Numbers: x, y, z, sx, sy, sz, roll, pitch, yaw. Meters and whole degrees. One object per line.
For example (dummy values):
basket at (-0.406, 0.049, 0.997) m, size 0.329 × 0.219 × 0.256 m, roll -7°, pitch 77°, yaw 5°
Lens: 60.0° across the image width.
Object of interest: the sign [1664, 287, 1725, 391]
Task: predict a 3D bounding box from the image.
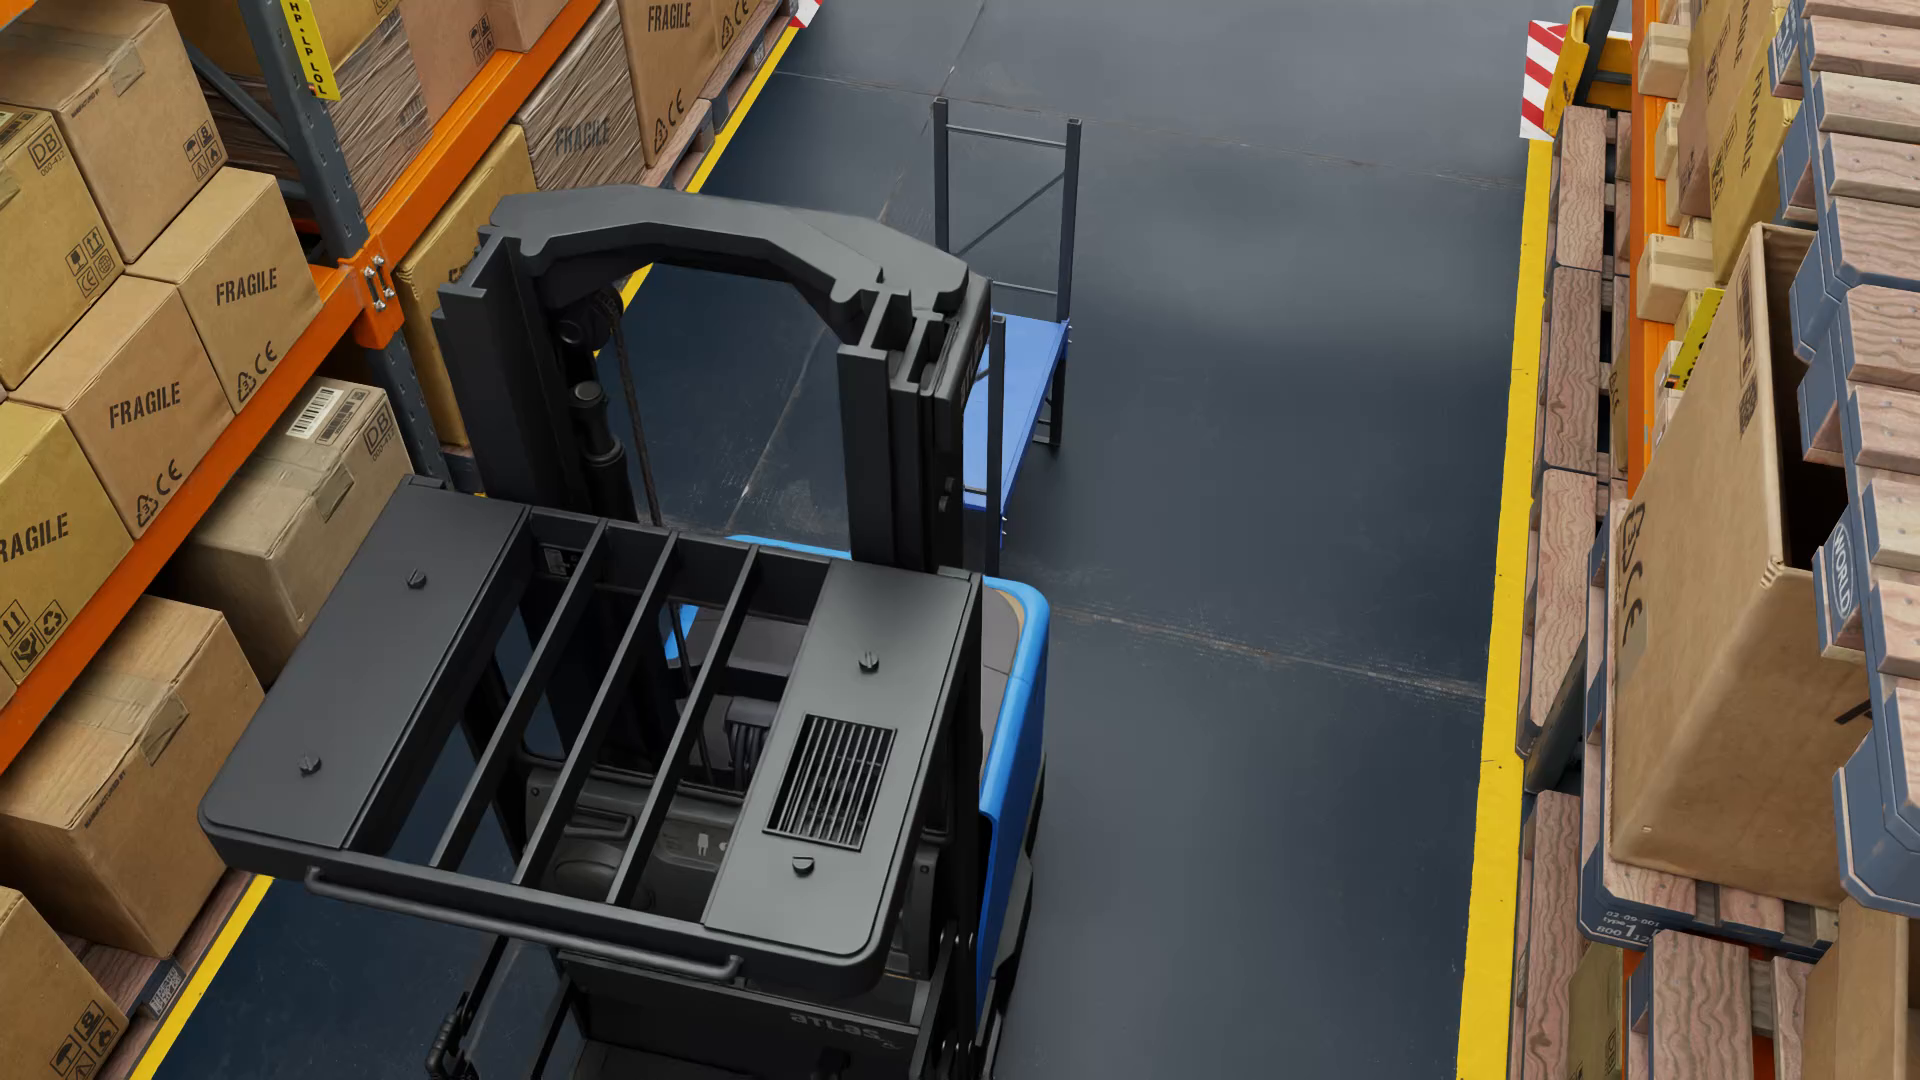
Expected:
sign at (1.840, -0.488, 4.103) m, size 0.100 × 0.325 × 0.005 m, roll 12°, pitch 50°, yaw 10°

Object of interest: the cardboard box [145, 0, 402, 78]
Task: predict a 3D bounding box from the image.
cardboard box at (-2.263, -1.819, 5.034) m, size 0.875 × 0.550 × 0.550 m, roll 12°, pitch 50°, yaw 10°

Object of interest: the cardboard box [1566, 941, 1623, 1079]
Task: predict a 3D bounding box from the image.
cardboard box at (2.039, 1.363, 4.420) m, size 0.700 × 0.500 × 0.500 m, roll 11°, pitch 50°, yaw 10°

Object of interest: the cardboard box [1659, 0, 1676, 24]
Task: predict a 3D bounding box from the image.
cardboard box at (2.830, -2.032, 6.210) m, size 0.380 × 0.149 × 0.250 m, roll 12°, pitch 50°, yaw 10°

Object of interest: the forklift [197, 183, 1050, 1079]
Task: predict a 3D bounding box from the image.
forklift at (-0.556, 0.870, 3.527) m, size 1.130 × 2.935 × 3.031 m, roll 10°, pitch 49°, yaw 8°

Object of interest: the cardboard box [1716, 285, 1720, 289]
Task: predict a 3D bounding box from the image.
cardboard box at (2.709, -0.899, 4.778) m, size 0.875 × 0.500 × 0.500 m, roll 12°, pitch 50°, yaw 10°

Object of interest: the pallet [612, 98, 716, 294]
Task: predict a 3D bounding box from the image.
pallet at (-1.798, -1.649, 7.565) m, size 1.003 × 0.211 × 1.213 m, roll 12°, pitch 50°, yaw 10°

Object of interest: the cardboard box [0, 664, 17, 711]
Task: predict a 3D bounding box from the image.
cardboard box at (-2.670, 0.344, 3.879) m, size 0.500 × 0.500 × 0.500 m, roll 11°, pitch 50°, yaw 10°

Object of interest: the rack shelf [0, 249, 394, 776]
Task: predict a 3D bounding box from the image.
rack shelf at (-2.919, 0.533, 4.259) m, size 1.077 × 0.370 × 4.000 m, roll 12°, pitch 50°, yaw 10°

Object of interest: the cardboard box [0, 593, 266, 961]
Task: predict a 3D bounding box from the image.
cardboard box at (-2.727, 0.617, 4.925) m, size 1.050 × 0.750 × 0.750 m, roll 12°, pitch 50°, yaw 10°

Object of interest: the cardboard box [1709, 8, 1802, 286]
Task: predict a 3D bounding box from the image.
cardboard box at (2.218, -0.942, 4.149) m, size 0.500 × 0.500 × 0.500 m, roll 12°, pitch 50°, yaw 10°

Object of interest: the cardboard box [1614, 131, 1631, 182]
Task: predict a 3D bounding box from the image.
cardboard box at (3.238, -1.857, 7.275) m, size 0.500 × 0.500 × 0.500 m, roll 20°, pitch 52°, yaw 17°

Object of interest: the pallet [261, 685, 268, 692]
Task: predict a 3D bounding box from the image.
pallet at (-2.523, 0.344, 5.806) m, size 1.003 × 0.211 × 1.213 m, roll 12°, pitch 50°, yaw 10°

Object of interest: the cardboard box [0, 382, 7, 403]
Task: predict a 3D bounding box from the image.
cardboard box at (-2.785, -0.418, 3.884) m, size 0.700 × 0.500 × 0.500 m, roll 12°, pitch 50°, yaw 10°

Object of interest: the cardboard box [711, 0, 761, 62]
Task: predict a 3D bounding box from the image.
cardboard box at (-1.455, -2.977, 8.014) m, size 0.875 × 0.875 × 0.875 m, roll 12°, pitch 50°, yaw 10°

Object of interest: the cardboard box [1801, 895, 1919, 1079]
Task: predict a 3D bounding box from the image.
cardboard box at (1.998, 0.999, 3.019) m, size 0.797 × 0.503 × 0.637 m, roll 16°, pitch 51°, yaw 14°

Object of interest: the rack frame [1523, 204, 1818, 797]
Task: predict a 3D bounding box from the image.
rack frame at (2.365, -0.100, 4.338) m, size 1.000 × 3.000 × 0.127 m, roll 12°, pitch 50°, yaw 10°

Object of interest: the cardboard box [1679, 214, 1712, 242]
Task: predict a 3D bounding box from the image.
cardboard box at (2.488, -0.936, 5.243) m, size 0.380 × 0.149 × 0.250 m, roll 12°, pitch 50°, yaw 10°

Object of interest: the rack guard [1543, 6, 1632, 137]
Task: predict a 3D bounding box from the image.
rack guard at (3.398, -2.111, 7.780) m, size 1.175 × 0.500 × 0.348 m, roll 12°, pitch 50°, yaw 10°

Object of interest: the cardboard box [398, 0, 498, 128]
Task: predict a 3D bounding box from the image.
cardboard box at (-2.185, -1.873, 5.802) m, size 0.875 × 0.550 × 0.550 m, roll 12°, pitch 50°, yaw 10°

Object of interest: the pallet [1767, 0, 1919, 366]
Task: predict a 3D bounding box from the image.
pallet at (2.100, -0.605, 2.908) m, size 1.213 × 0.211 × 1.003 m, roll 12°, pitch 50°, yaw 10°

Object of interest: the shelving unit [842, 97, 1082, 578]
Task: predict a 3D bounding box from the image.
shelving unit at (0.022, -0.558, 5.742) m, size 0.538 × 1.500 × 1.048 m, roll 12°, pitch 50°, yaw 10°

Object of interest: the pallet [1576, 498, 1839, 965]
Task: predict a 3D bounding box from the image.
pallet at (2.024, 0.488, 3.947) m, size 1.003 × 0.211 × 1.213 m, roll 12°, pitch 50°, yaw 10°

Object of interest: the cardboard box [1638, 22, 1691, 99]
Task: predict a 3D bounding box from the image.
cardboard box at (2.625, -1.685, 5.904) m, size 0.380 × 0.149 × 0.250 m, roll 12°, pitch 50°, yaw 10°

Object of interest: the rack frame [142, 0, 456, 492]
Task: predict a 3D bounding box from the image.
rack frame at (-2.393, -1.152, 5.266) m, size 1.000 × 3.000 × 0.127 m, roll 12°, pitch 50°, yaw 10°

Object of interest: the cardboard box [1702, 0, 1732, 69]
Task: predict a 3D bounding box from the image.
cardboard box at (2.481, -1.665, 4.787) m, size 0.500 × 0.500 × 0.500 m, roll 12°, pitch 50°, yaw 10°

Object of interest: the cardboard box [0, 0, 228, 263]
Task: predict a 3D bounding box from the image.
cardboard box at (-2.518, -1.155, 4.536) m, size 0.700 × 0.500 × 0.500 m, roll 11°, pitch 49°, yaw 9°

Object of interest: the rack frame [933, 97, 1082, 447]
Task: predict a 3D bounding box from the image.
rack frame at (0.156, -0.926, 6.067) m, size 0.500 × 1.500 × 0.032 m, roll 12°, pitch 50°, yaw 10°

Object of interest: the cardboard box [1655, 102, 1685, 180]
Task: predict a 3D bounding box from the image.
cardboard box at (2.547, -1.312, 5.575) m, size 0.380 × 0.149 × 0.250 m, roll 12°, pitch 50°, yaw 10°

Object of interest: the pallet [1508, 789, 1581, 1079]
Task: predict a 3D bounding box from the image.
pallet at (2.162, 1.386, 4.886) m, size 1.003 × 0.211 × 1.213 m, roll 12°, pitch 50°, yaw 10°

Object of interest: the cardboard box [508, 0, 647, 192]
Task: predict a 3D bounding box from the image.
cardboard box at (-1.926, -1.682, 6.870) m, size 0.875 × 0.875 × 0.875 m, roll 12°, pitch 50°, yaw 10°

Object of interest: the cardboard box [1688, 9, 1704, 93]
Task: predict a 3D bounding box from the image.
cardboard box at (2.915, -1.634, 5.427) m, size 0.875 × 0.500 × 0.500 m, roll 12°, pitch 50°, yaw 10°

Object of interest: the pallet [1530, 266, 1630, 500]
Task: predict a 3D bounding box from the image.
pallet at (2.827, -0.555, 6.599) m, size 1.003 × 0.211 × 1.213 m, roll 12°, pitch 50°, yaw 10°

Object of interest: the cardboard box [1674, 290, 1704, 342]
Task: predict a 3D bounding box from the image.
cardboard box at (2.337, -0.578, 4.927) m, size 0.380 × 0.149 × 0.250 m, roll 12°, pitch 50°, yaw 10°

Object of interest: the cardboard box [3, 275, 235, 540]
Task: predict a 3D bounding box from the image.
cardboard box at (-2.405, -0.389, 4.526) m, size 0.500 × 0.500 × 0.500 m, roll 11°, pitch 50°, yaw 10°

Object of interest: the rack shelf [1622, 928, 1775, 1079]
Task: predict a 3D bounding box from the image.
rack shelf at (1.839, 1.585, 3.330) m, size 1.077 × 0.370 × 4.000 m, roll 12°, pitch 50°, yaw 10°

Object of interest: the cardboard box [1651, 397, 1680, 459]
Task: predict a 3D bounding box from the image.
cardboard box at (2.138, -0.230, 4.620) m, size 0.380 × 0.149 × 0.250 m, roll 12°, pitch 50°, yaw 10°

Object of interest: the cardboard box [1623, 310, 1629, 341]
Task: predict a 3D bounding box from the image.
cardboard box at (2.930, -0.968, 6.491) m, size 0.500 × 0.500 × 0.500 m, roll 16°, pitch 50°, yaw 14°
